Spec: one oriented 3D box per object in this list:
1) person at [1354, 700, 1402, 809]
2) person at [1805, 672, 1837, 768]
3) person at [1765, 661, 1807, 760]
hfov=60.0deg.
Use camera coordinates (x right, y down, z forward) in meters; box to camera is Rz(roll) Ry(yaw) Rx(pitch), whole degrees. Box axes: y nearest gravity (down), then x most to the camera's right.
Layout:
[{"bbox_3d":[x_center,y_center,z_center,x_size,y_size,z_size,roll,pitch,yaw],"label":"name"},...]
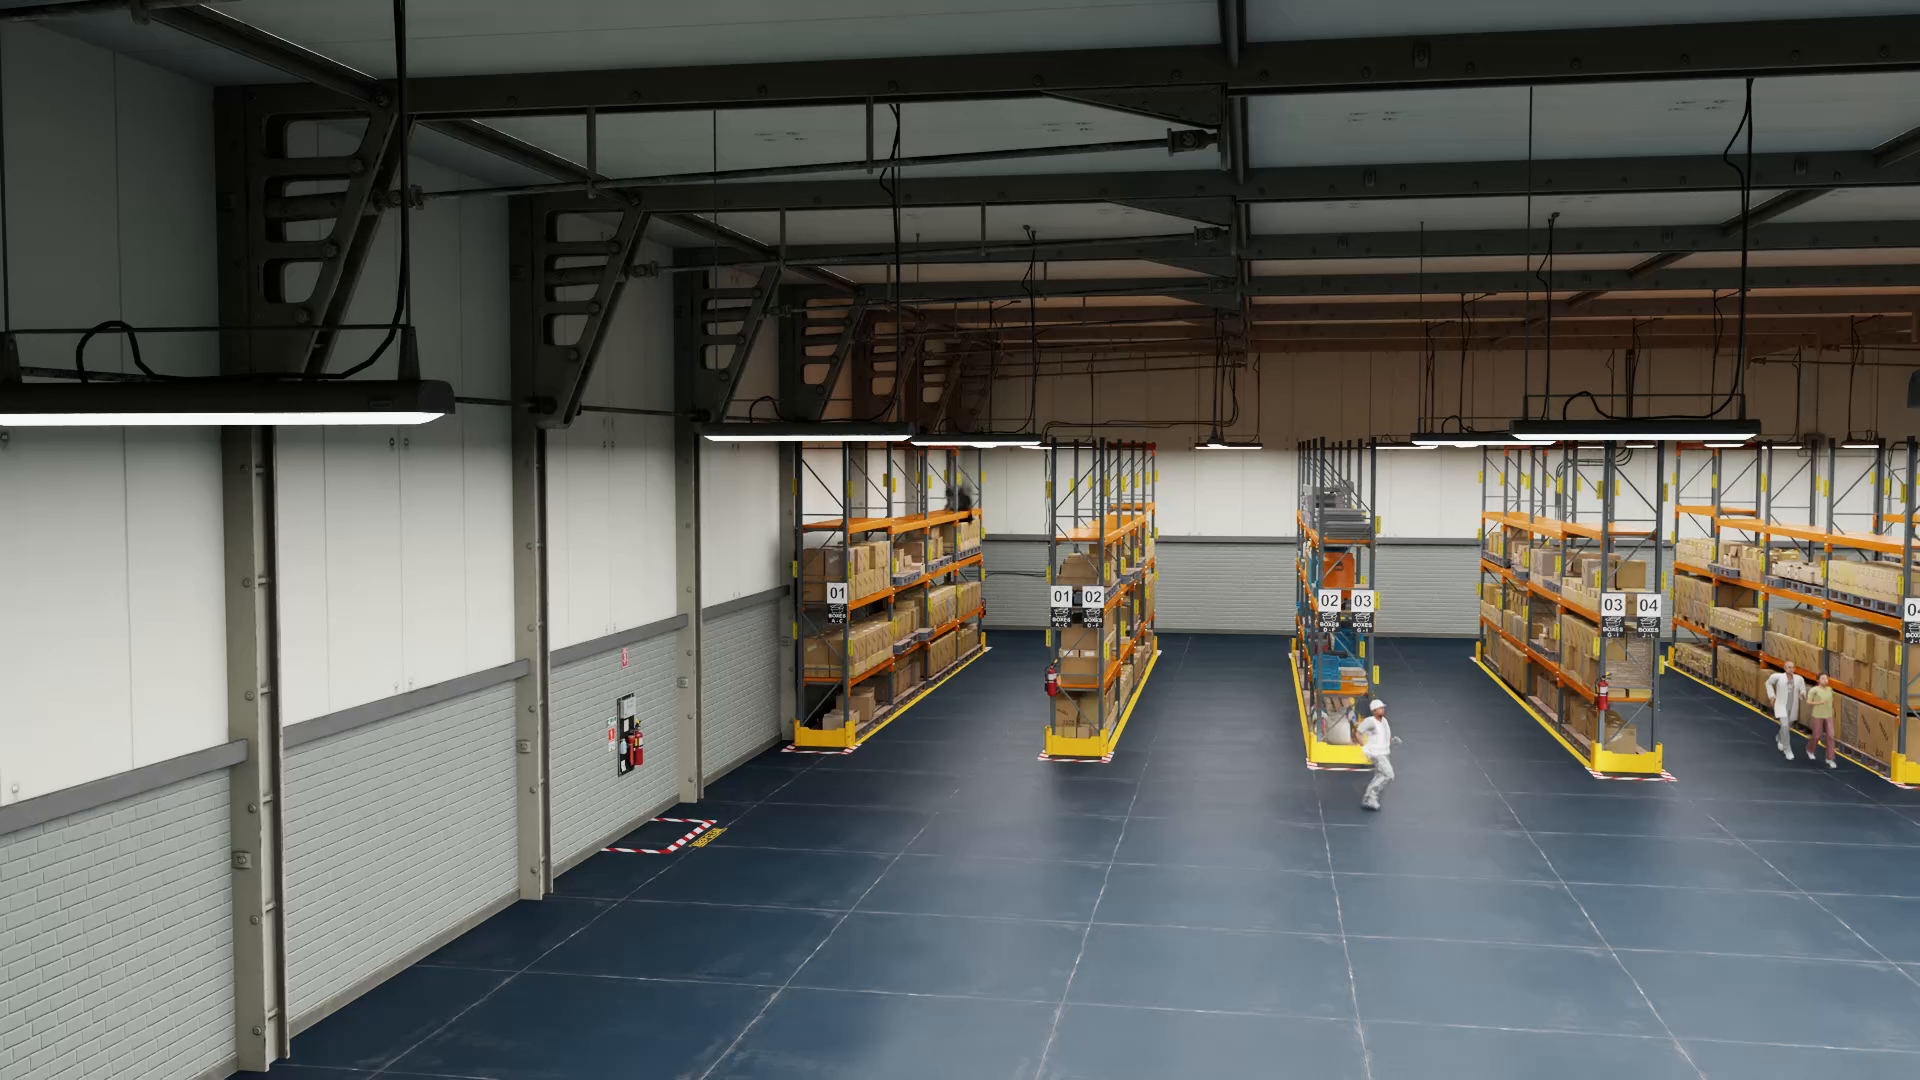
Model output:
[{"bbox_3d":[6.715,3.424,26.532,0.653,1.743,0.673,2,4,37],"label":"person"},{"bbox_3d":[15.729,3.250,30.337,0.578,1.675,0.905,0,3,2],"label":"person"},{"bbox_3d":[15.589,3.172,31.382,0.651,1.802,1.036,0,3,4],"label":"person"}]
